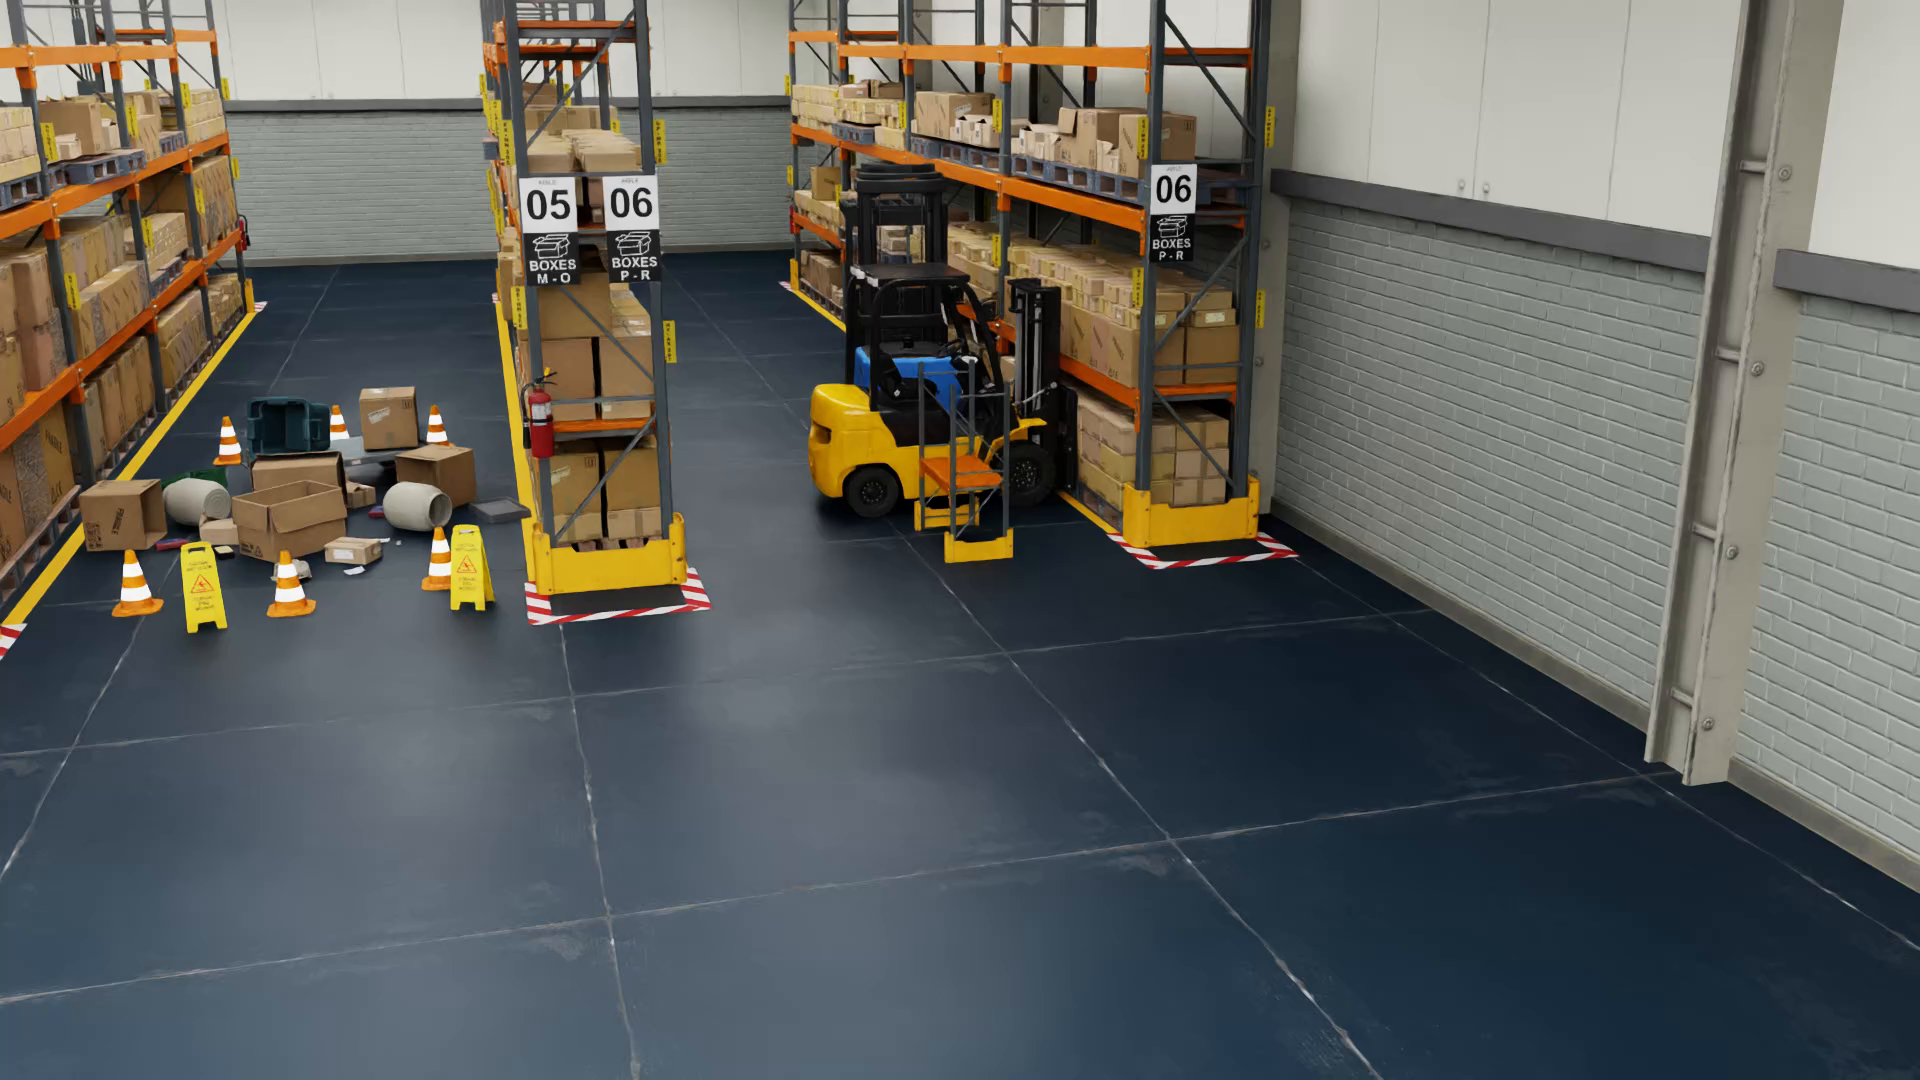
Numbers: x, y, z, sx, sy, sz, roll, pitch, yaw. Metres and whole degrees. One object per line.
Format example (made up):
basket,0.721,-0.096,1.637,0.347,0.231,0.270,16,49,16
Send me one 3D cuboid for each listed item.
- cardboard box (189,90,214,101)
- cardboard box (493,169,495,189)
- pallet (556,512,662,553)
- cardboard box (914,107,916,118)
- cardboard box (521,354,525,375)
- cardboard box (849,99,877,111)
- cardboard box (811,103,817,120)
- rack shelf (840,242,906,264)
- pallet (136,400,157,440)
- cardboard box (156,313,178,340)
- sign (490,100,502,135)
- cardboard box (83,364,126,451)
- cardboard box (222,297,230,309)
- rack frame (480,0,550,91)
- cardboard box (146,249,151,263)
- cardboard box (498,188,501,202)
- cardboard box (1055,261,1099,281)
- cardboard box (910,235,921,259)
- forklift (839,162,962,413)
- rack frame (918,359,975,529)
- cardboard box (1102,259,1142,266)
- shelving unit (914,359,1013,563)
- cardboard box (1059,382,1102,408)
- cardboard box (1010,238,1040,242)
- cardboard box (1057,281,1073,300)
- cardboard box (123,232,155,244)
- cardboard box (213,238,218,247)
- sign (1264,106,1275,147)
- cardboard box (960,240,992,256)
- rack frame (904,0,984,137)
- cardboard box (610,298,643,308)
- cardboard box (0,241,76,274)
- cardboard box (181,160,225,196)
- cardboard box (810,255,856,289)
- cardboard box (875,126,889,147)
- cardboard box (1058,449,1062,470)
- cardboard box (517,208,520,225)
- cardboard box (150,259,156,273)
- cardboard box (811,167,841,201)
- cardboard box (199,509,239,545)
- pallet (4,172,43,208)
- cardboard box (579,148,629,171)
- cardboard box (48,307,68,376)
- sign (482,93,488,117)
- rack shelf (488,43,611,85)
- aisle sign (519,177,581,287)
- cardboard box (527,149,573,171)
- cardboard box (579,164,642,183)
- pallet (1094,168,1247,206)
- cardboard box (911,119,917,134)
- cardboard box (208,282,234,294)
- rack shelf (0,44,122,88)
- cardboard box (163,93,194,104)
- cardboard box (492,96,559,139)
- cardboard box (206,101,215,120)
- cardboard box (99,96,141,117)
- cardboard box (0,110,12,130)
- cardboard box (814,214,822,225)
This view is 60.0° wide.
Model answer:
cardboard box,-11.300,-6.594,24.674,0.380,0.149,0.250,-4,17,-14
cardboard box,-6.740,-5.308,24.997,0.500,0.500,0.500,-4,17,-15
pallet,-2.977,0.015,14.036,1.003,0.211,1.213,-5,17,-15
cardboard box,-0.573,-5.449,21.213,0.380,0.149,0.250,-4,17,-13
cardboard box,-3.745,-1.591,14.972,0.380,0.149,0.250,-5,17,-15
cardboard box,-1.366,-6.165,23.563,0.380,0.149,0.250,-5,17,-16
cardboard box,-2.081,-6.832,26.510,0.500,0.250,0.500,-5,17,-16
rack shelf,-0.743,-3.887,23.430,1.077,0.370,4.000,-5,17,-15
pallet,-9.553,-1.306,18.434,1.003,0.211,1.213,-5,17,-15
cardboard box,-9.793,-2.579,20.136,0.500,0.250,0.500,-5,17,-16
sign,-4.399,-4.007,15.779,0.100,0.325,0.005,-5,17,-15
cardboard box,-9.116,-1.315,16.796,1.050,0.750,0.750,-5,17,-15
cardboard box,-11.022,-3.501,24.603,0.380,0.149,0.250,-5,17,-15
rack frame,-7.164,-8.371,26.678,1.000,3.000,0.127,-5,17,-15
cardboard box,-9.713,-3.314,19.459,0.380,0.149,0.250,-4,17,-13
cardboard box,-5.770,-4.354,21.821,0.500,0.500,0.500,-5,17,-16
cardboard box,1.138,-2.611,16.114,0.380,0.149,0.250,-5,17,-15
cardboard box,-0.331,-3.702,20.955,0.500,0.250,0.500,-5,17,-15
forklift,-0.715,-2.635,18.130,1.130,2.935,3.031,-3,17,-9
rack frame,-0.116,-0.835,14.626,0.500,1.500,0.032,-5,17,-15
cardboard box,1.605,-2.652,16.248,0.380,0.149,0.250,-5,17,-16
shelving unit,0.021,-0.697,14.166,0.587,1.500,1.083,-5,17,-15
cardboard box,1.152,-1.352,16.050,0.500,0.250,0.500,-5,17,-16
cardboard box,0.716,-3.402,19.261,0.380,0.149,0.250,-5,17,-16
cardboard box,1.146,-2.392,15.901,0.380,0.149,0.250,-5,17,-16
cardboard box,-9.850,-3.590,19.863,0.380,0.149,0.250,-5,18,-18
cardboard box,-10.968,-4.317,24.045,0.380,0.149,0.250,-4,17,-13
sign,2.540,-3.401,13.690,0.100,0.325,0.005,-5,17,-15
cardboard box,0.218,-3.359,19.118,0.380,0.149,0.250,-5,17,-15
rack frame,-0.194,-6.552,20.621,1.000,3.000,0.127,-5,17,-15
cardboard box,-3.065,-1.839,14.671,0.500,0.500,0.500,-5,17,-16
cardboard box,-8.883,-2.565,15.866,0.700,0.500,0.500,-5,17,-16
cardboard box,-11.240,-5.358,24.645,0.500,0.500,0.500,-4,17,-12
cardboard box,-2.118,-4.479,27.765,0.700,0.500,0.500,-4,17,-13
cardboard box,-0.845,-5.444,22.407,0.500,0.250,0.500,-5,17,-15
cardboard box,1.151,-0.874,16.198,0.500,0.250,0.500,-4,17,-13
cardboard box,-3.234,-2.531,12.888,0.380,0.149,0.250,-5,17,-15
cardboard box,-9.774,-3.235,19.715,0.380,0.149,0.250,-4,17,-12
cardboard box,-2.114,-5.760,26.852,0.500,0.500,0.500,-4,17,-14
cardboard box,-6.355,-0.120,14.390,0.396,0.266,0.258,-2,17,-6
pallet,-8.383,-2.926,13.920,1.003,0.211,1.213,-5,17,-15
cardboard box,-2.753,-2.953,12.907,0.380,0.149,0.250,-5,17,-15
cardboard box,-8.485,-1.730,14.737,0.875,0.550,0.550,-5,17,-15
sign,-6.598,-6.069,23.193,0.100,0.325,0.005,-5,17,-15
rack shelf,-4.416,-5.069,17.631,1.077,0.370,4.000,-5,17,-15
aisle sign,-3.029,-2.277,12.300,0.394,0.787,0.004,-5,17,-15
cardboard box,-3.178,-2.915,12.779,0.380,0.149,0.250,-4,17,-14
cardboard box,-2.778,-2.880,13.354,0.500,0.250,0.500,-5,17,-16
pallet,1.835,-3.058,14.357,1.003,0.211,1.213,-5,17,-15
cardboard box,-0.390,-5.132,20.611,0.380,0.166,0.250,-5,17,-15
cardboard box,-11.162,-3.791,25.049,0.380,0.149,0.250,-4,17,-13
rack shelf,-9.147,-4.650,16.235,1.077,0.370,4.000,-5,17,-15
cardboard box,-10.928,-6.155,23.214,0.380,0.149,0.250,-5,18,-17
cardboard box,-5.214,-5.065,19.975,0.797,0.503,0.637,-6,18,-19
cardboard box,-11.244,-6.292,24.363,0.500,0.250,0.500,-4,17,-14
cardboard box,-9.793,-5.061,19.367,0.396,0.266,0.258,-5,17,-15
cardboard box,-7.985,-3.422,13.563,0.380,0.149,0.250,-4,17,-14
cardboard box,-2.168,-5.227,27.076,0.380,0.149,0.250,-4,17,-14
